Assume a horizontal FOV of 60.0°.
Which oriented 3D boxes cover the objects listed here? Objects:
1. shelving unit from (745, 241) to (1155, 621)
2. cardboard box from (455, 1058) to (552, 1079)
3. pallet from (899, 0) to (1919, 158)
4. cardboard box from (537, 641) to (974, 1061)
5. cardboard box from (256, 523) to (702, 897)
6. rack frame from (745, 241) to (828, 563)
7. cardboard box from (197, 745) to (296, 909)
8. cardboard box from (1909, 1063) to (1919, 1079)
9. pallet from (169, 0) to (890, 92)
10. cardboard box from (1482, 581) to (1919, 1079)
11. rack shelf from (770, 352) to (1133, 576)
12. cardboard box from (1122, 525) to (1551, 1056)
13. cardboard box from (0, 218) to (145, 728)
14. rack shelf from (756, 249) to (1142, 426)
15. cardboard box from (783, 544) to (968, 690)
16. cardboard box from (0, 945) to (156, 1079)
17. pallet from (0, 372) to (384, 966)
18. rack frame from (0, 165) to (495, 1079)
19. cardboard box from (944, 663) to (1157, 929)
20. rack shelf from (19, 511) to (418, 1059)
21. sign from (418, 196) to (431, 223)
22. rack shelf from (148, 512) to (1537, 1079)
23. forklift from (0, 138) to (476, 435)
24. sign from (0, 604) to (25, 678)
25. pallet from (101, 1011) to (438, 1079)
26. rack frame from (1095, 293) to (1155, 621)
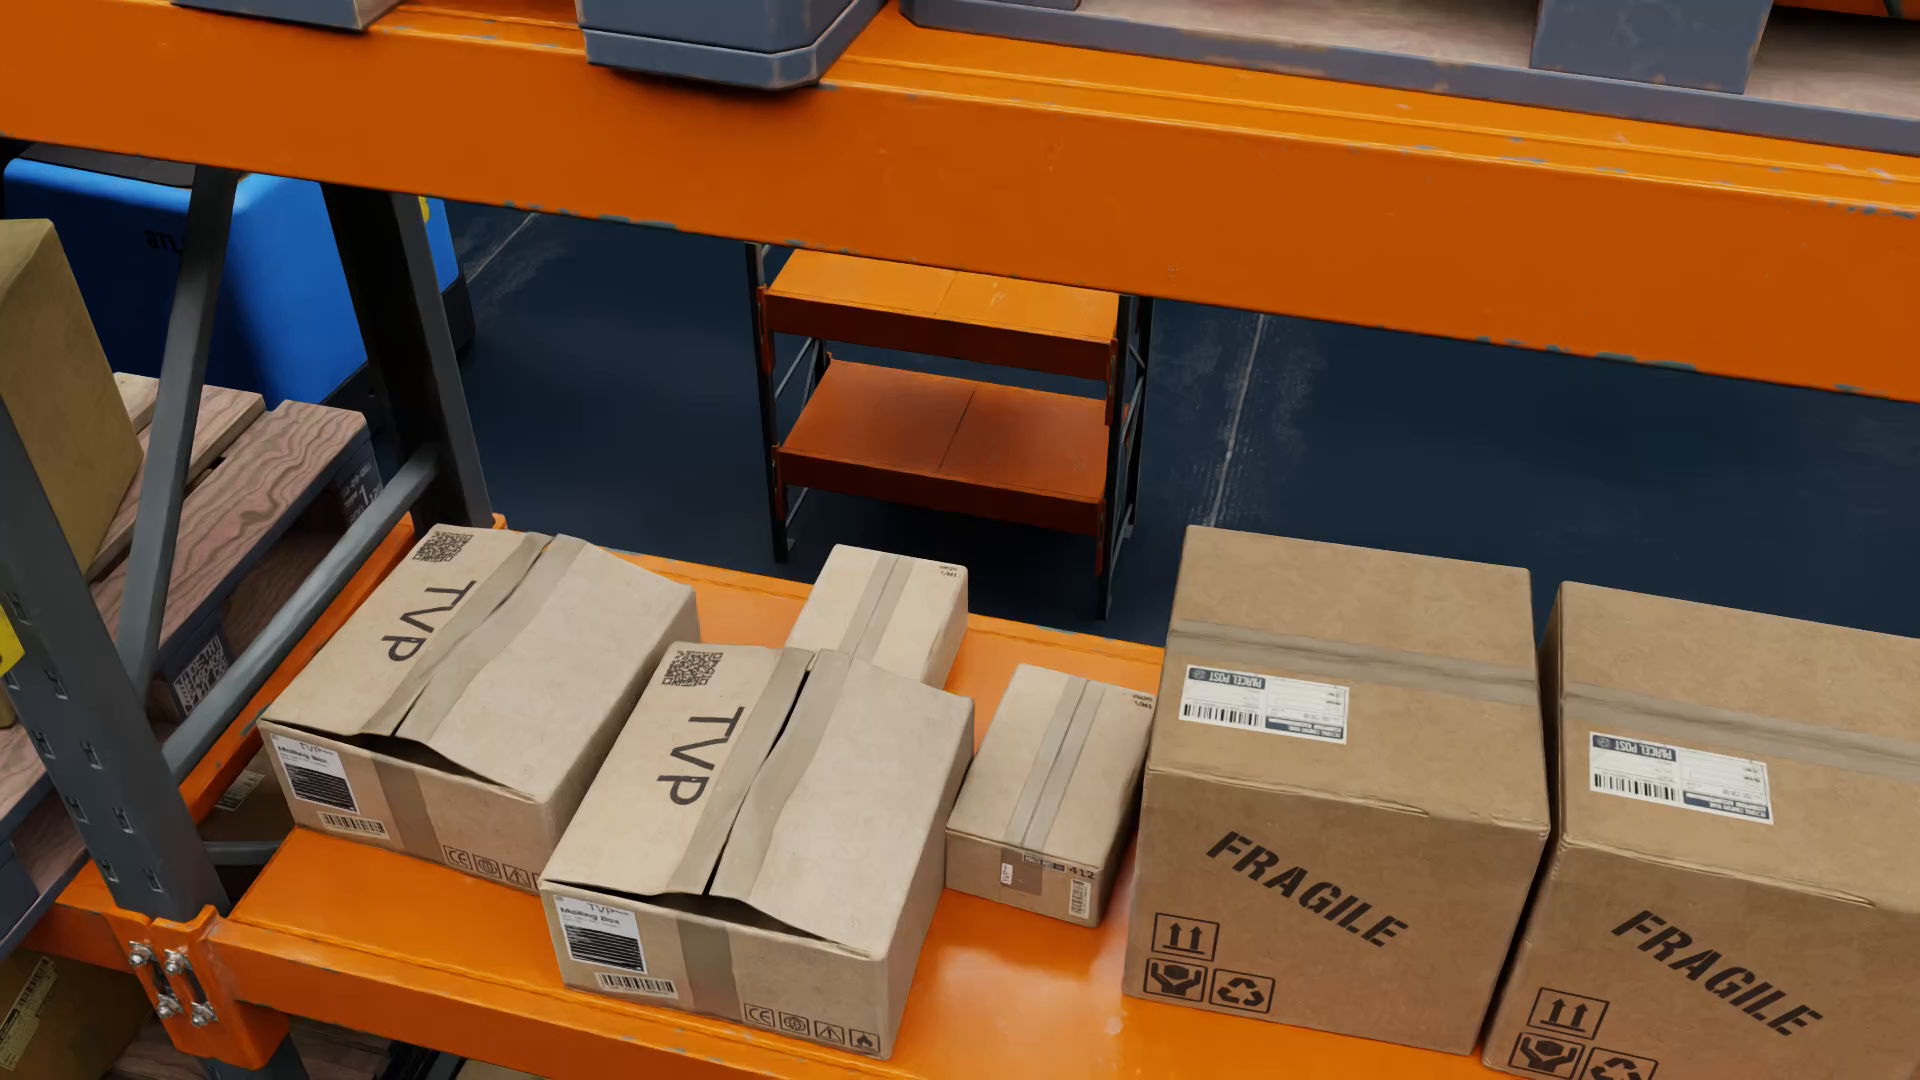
[{"bbox_3d":[-0.007,-0.432,4.890,1.048,1.125,0.538,10,41,11],"label":"shelving unit"},{"bbox_3d":[-0.664,1.070,3.019,0.500,0.311,0.500,11,41,13],"label":"cardboard box"},{"bbox_3d":[0.666,-0.712,1.580,1.213,0.211,1.003,12,41,13],"label":"pallet"},{"bbox_3d":[-0.280,0.426,2.479,0.500,0.311,0.500,9,41,11],"label":"cardboard box"},{"bbox_3d":[-0.754,0.245,2.695,0.500,0.311,0.500,12,42,14],"label":"cardboard box"},{"bbox_3d":[-0.498,-0.516,4.990,0.032,1.125,0.500,10,41,11],"label":"rack frame"},{"bbox_3d":[-1.460,0.659,3.735,0.500,0.500,0.500,11,41,13],"label":"cardboard box"},{"bbox_3d":[1.523,0.524,2.216,0.500,0.500,0.500,13,42,15],"label":"cardboard box"},{"bbox_3d":[-0.416,-0.896,1.799,1.003,0.211,1.213,12,41,13],"label":"pallet"},{"bbox_3d":[1.039,0.441,2.315,0.500,0.500,0.500,10,41,11],"label":"cardboard box"},{"bbox_3d":[-0.007,-0.245,5.047,1.000,0.278,0.538,10,41,11],"label":"rack shelf"},{"bbox_3d":[0.531,0.354,2.419,0.500,0.500,0.500,8,41,9],"label":"cardboard box"},{"bbox_3d":[-1.732,-0.111,2.645,0.500,0.500,0.700,-3,40,-3],"label":"cardboard box"},{"bbox_3d":[-0.007,-0.656,4.701,1.000,0.278,0.538,10,41,11],"label":"rack shelf"},{"bbox_3d":[-0.154,0.197,2.878,0.250,0.149,0.380,10,41,11],"label":"cardboard box"},{"bbox_3d":[-2.058,0.902,3.445,0.500,0.500,0.500,11,41,13],"label":"cardboard box"},{"bbox_3d":[-1.767,0.127,2.915,1.003,0.211,1.213,10,41,11],"label":"pallet"},{"bbox_3d":[-1.094,0.123,2.771,0.127,3.000,1.000,10,41,11],"label":"rack frame"},{"bbox_3d":[0.152,0.396,2.641,0.250,0.149,0.380,13,42,15],"label":"cardboard box"},{"bbox_3d":[-3.026,0.066,3.398,4.000,0.370,1.077,10,41,11],"label":"rack shelf"},{"bbox_3d":[-0.954,-0.666,2.810,0.005,0.325,0.100,10,41,11],"label":"sign"},{"bbox_3d":[0.838,0.731,2.607,4.000,0.370,1.077,10,41,11],"label":"rack shelf"},{"bbox_3d":[-3.332,-1.861,5.187,3.031,2.935,1.130,12,42,14],"label":"forklift"},{"bbox_3d":[-1.225,0.049,2.021,0.005,0.325,0.100,10,41,11],"label":"sign"},{"bbox_3d":[-1.806,1.043,3.844,1.213,0.211,1.003,10,41,11],"label":"pallet"},{"bbox_3d":[0.485,-0.347,4.789,0.032,1.125,0.500,10,41,11],"label":"rack frame"}]
